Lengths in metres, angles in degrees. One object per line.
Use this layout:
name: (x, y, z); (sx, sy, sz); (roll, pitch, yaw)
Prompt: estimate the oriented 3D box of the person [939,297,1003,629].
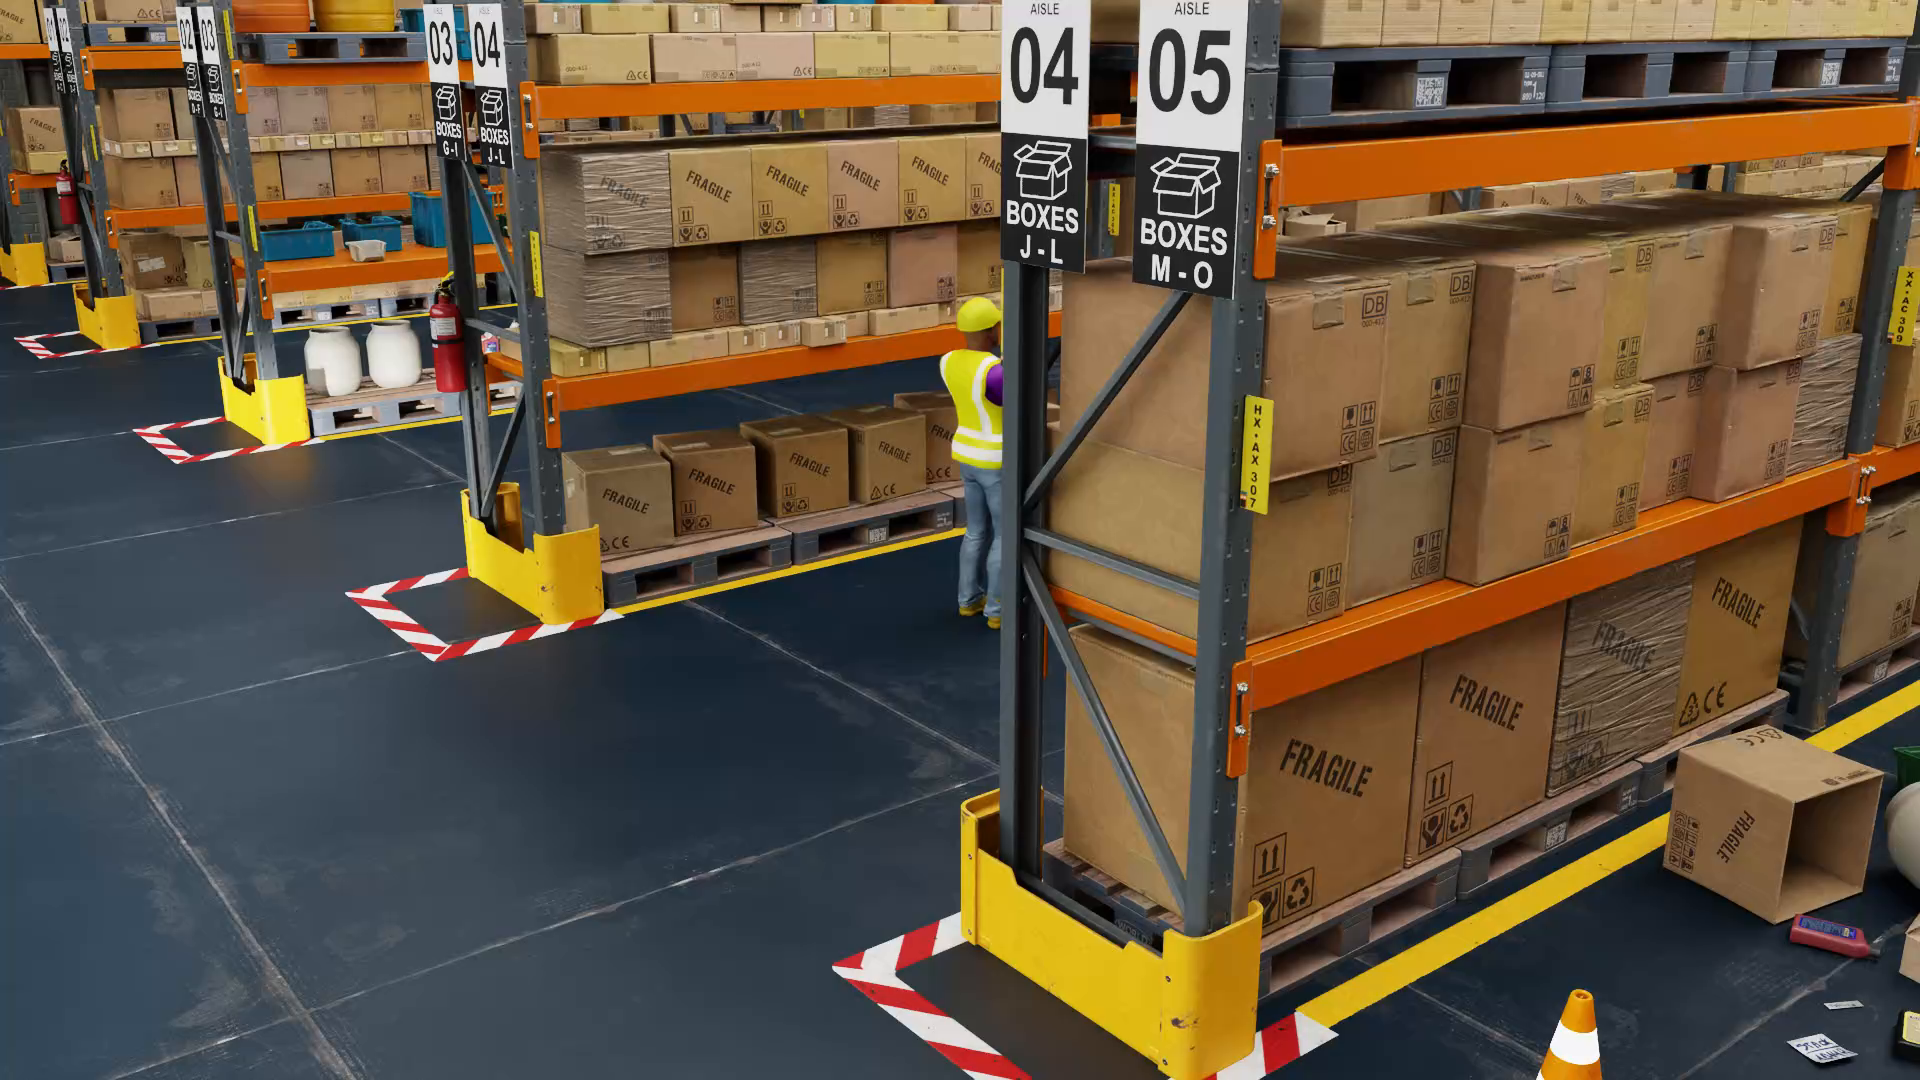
person: (0.221, -0.433, 8.886); (0.577, 1.763, 0.505); (-13, 22, -36)
